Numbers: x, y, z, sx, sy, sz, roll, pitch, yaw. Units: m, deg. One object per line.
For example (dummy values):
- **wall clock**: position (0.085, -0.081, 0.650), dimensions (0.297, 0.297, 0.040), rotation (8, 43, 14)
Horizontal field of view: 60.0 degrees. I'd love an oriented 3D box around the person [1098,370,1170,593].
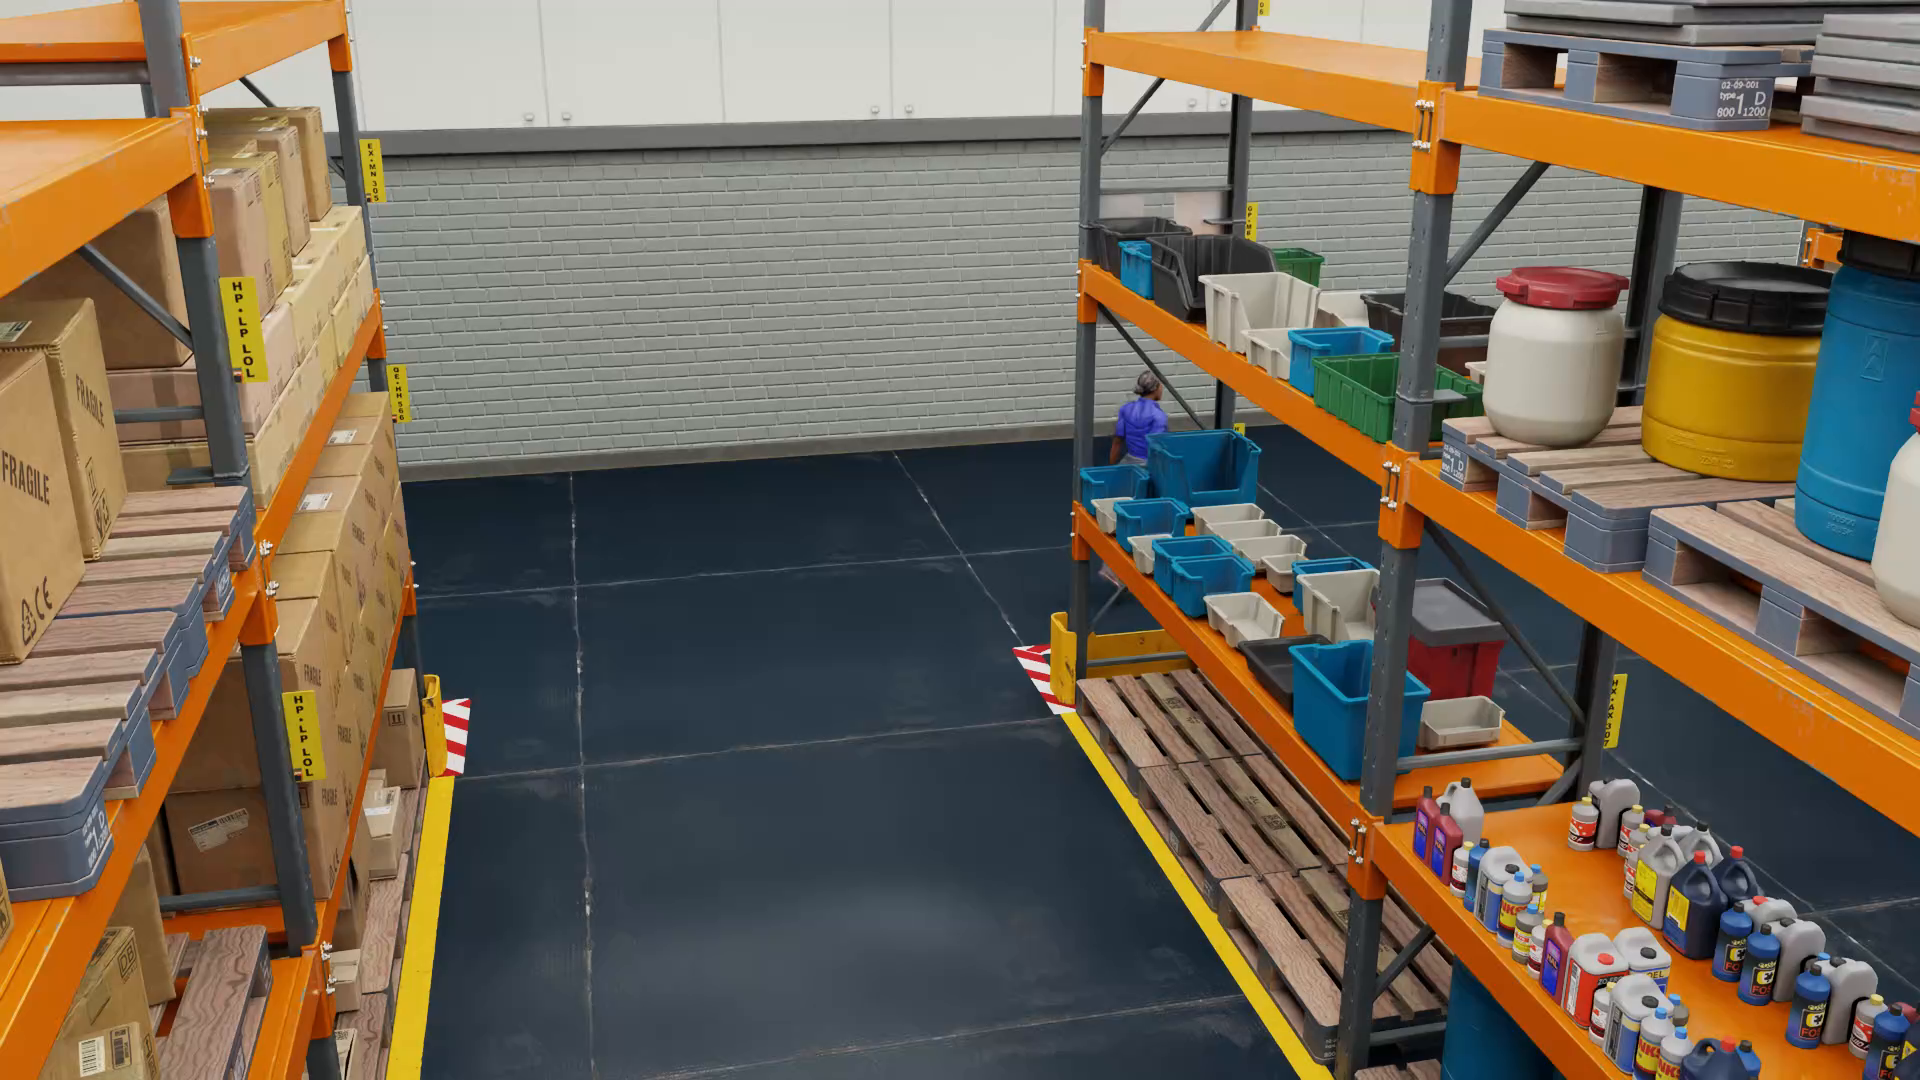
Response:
- **person**: position (1.253, -0.431, 12.279), dimensions (0.768, 1.607, 0.549), rotation (-14, 24, -35)
